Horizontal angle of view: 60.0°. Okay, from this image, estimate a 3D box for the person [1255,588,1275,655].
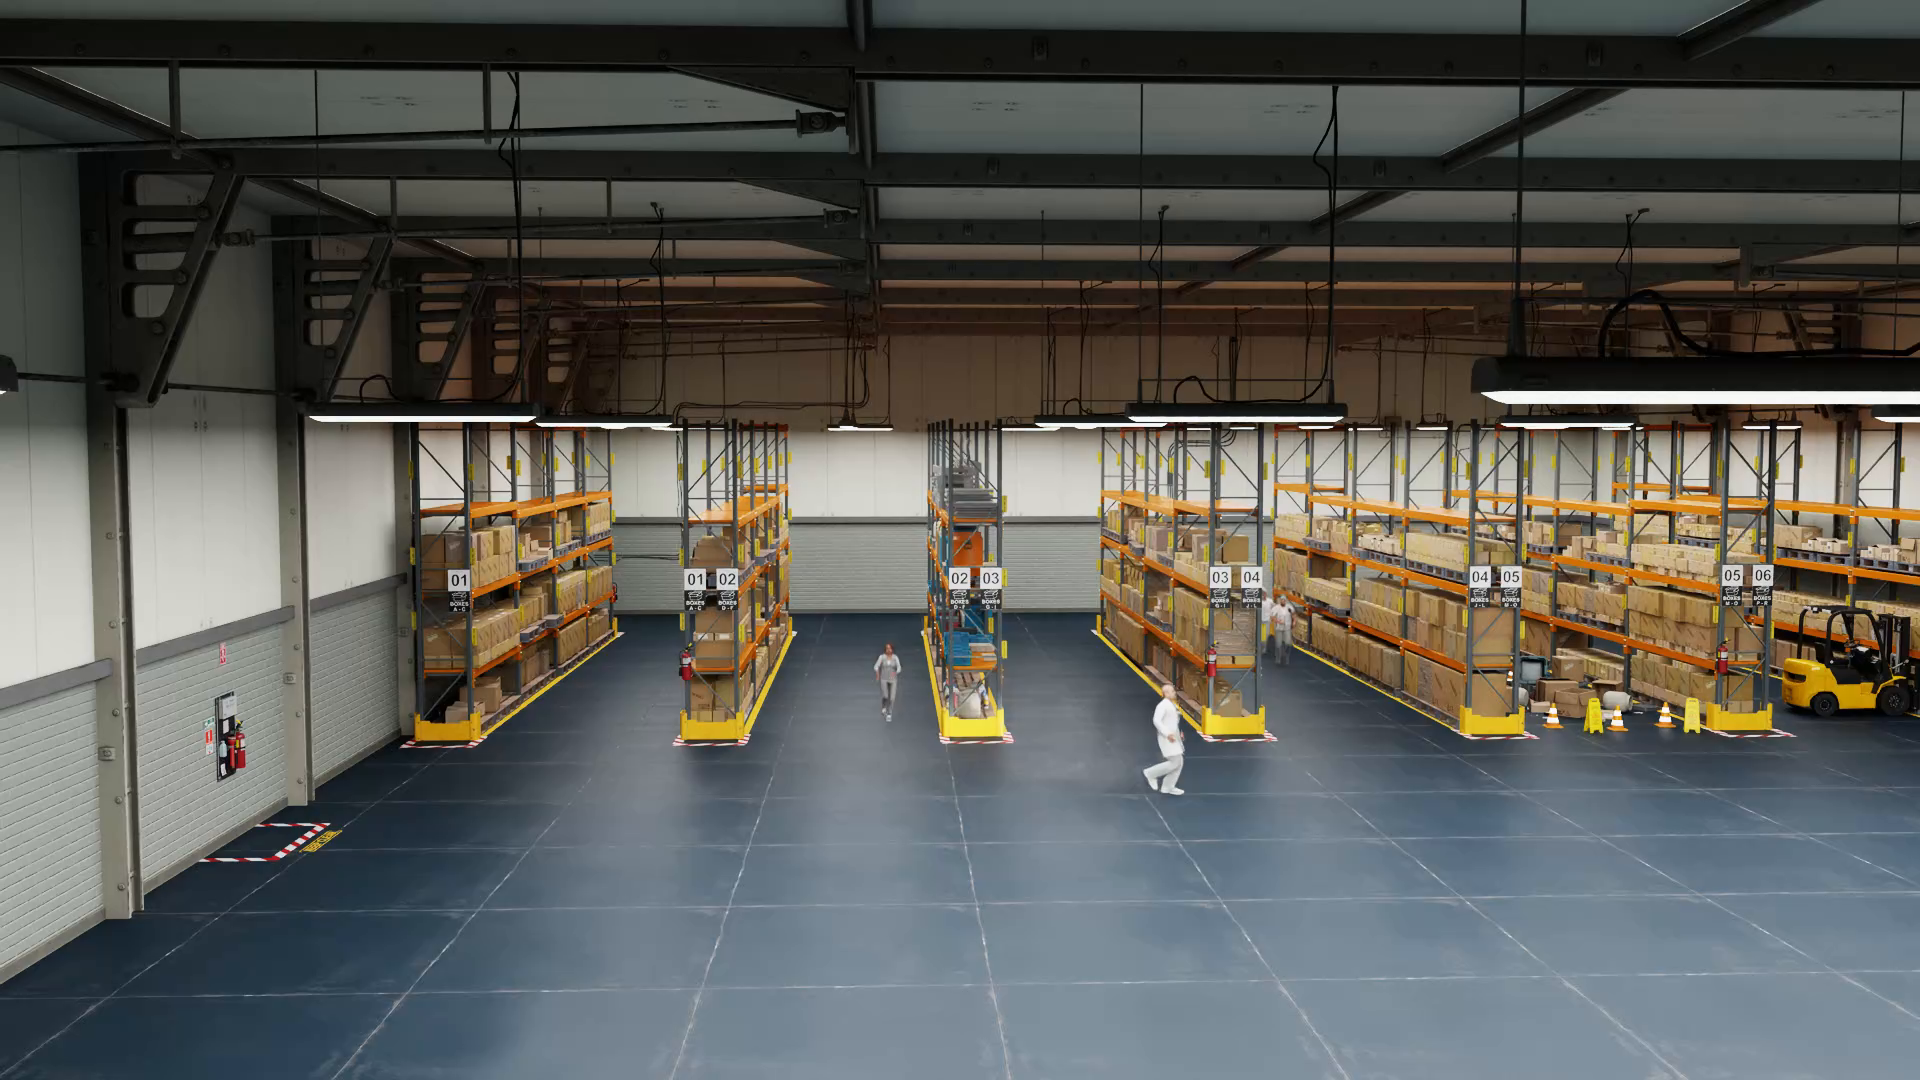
[{"bbox_3d":[7.894,2.107,43.233,0.711,1.736,0.839,0,4,-1],"label":"person"}]

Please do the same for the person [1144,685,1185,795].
[{"bbox_3d":[3.256,3.165,26.422,0.630,1.743,0.703,2,4,23],"label":"person"}]

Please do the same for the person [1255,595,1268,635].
[{"bbox_3d":[8.000,2.028,44.586,0.656,1.718,0.792,0,4,4],"label":"person"}]

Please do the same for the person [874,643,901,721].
[{"bbox_3d":[-1.422,2.826,32.992,0.522,1.559,0.549,0,4,-8],"label":"person"}]

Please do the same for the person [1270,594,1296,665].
[{"bbox_3d":[8.011,2.227,41.149,0.683,1.822,0.718,0,4,1],"label":"person"}]
